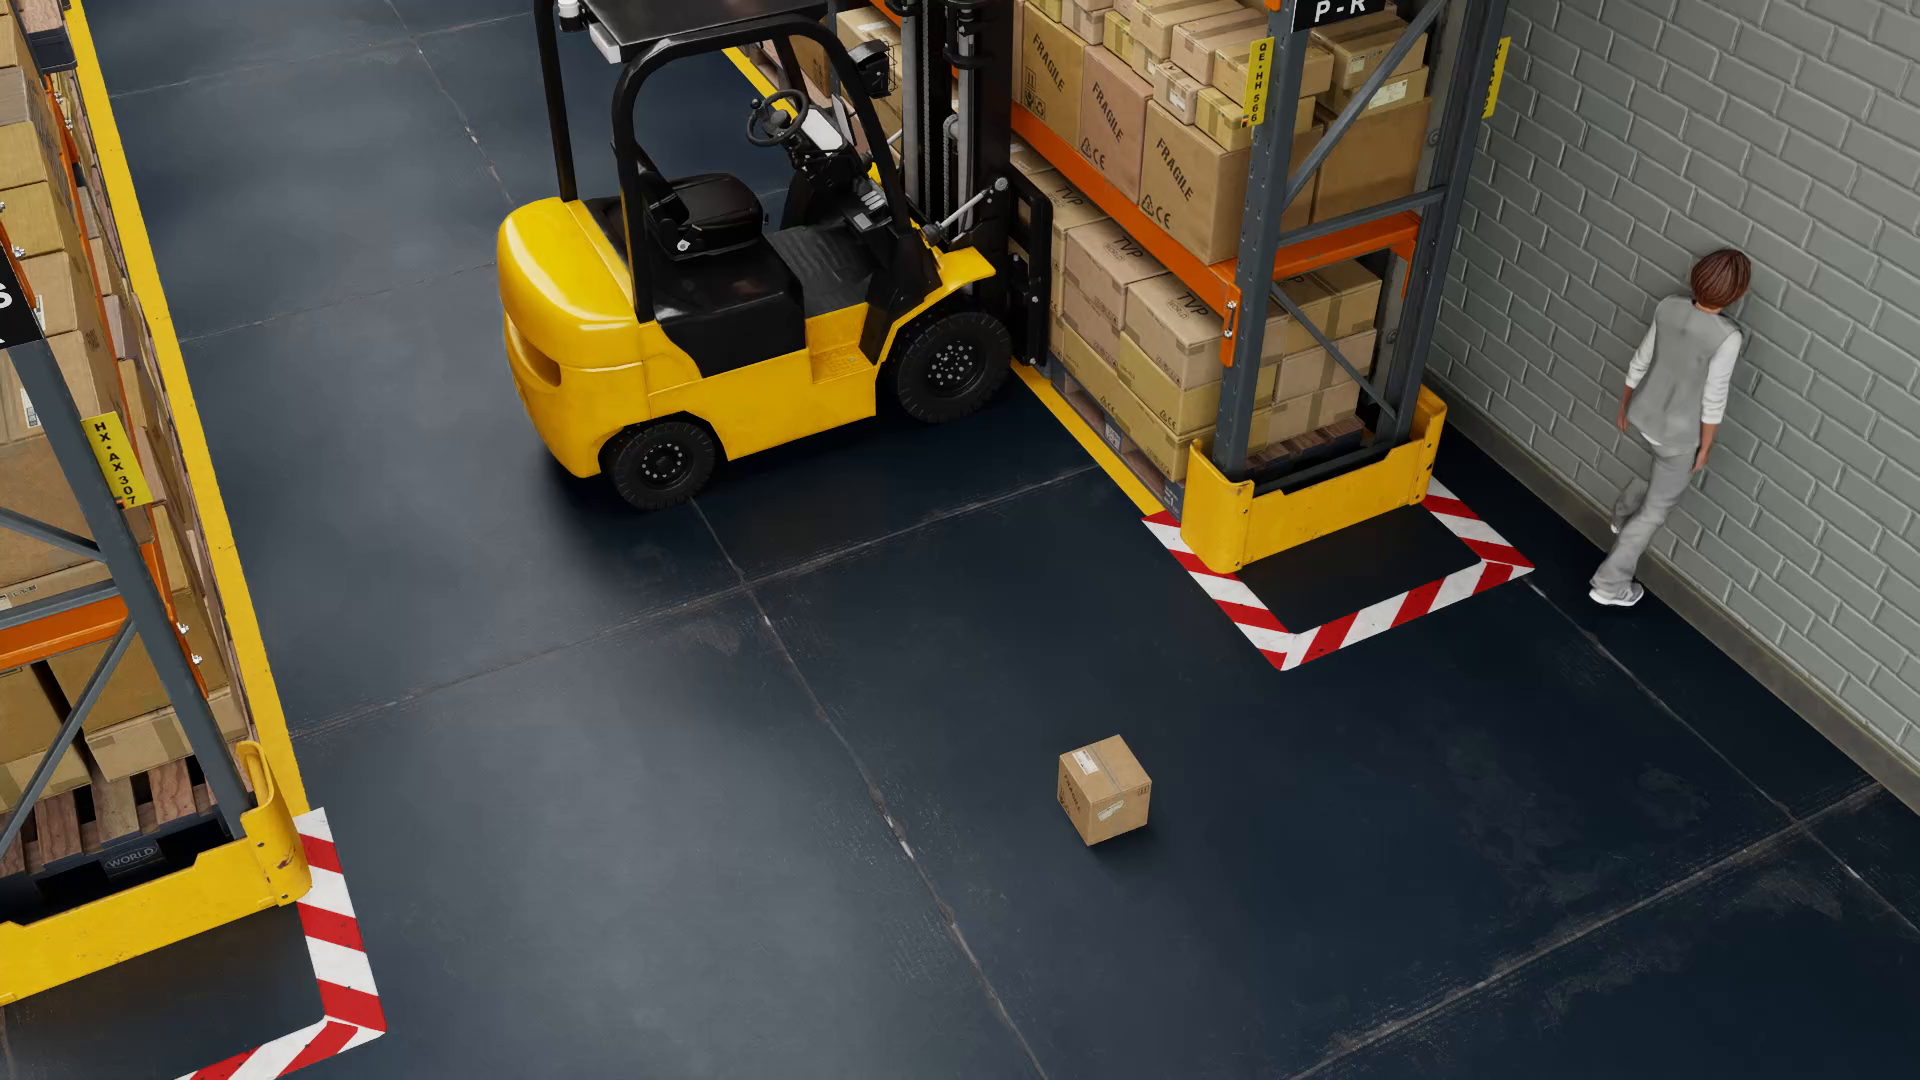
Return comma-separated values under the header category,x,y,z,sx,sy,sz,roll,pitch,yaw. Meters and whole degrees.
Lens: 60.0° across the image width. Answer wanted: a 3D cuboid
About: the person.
category,x,y,z,sx,sy,sz,roll,pitch,yaw
person,2.856,-0.462,6.672,0.589,1.607,0.427,-20,45,-20
